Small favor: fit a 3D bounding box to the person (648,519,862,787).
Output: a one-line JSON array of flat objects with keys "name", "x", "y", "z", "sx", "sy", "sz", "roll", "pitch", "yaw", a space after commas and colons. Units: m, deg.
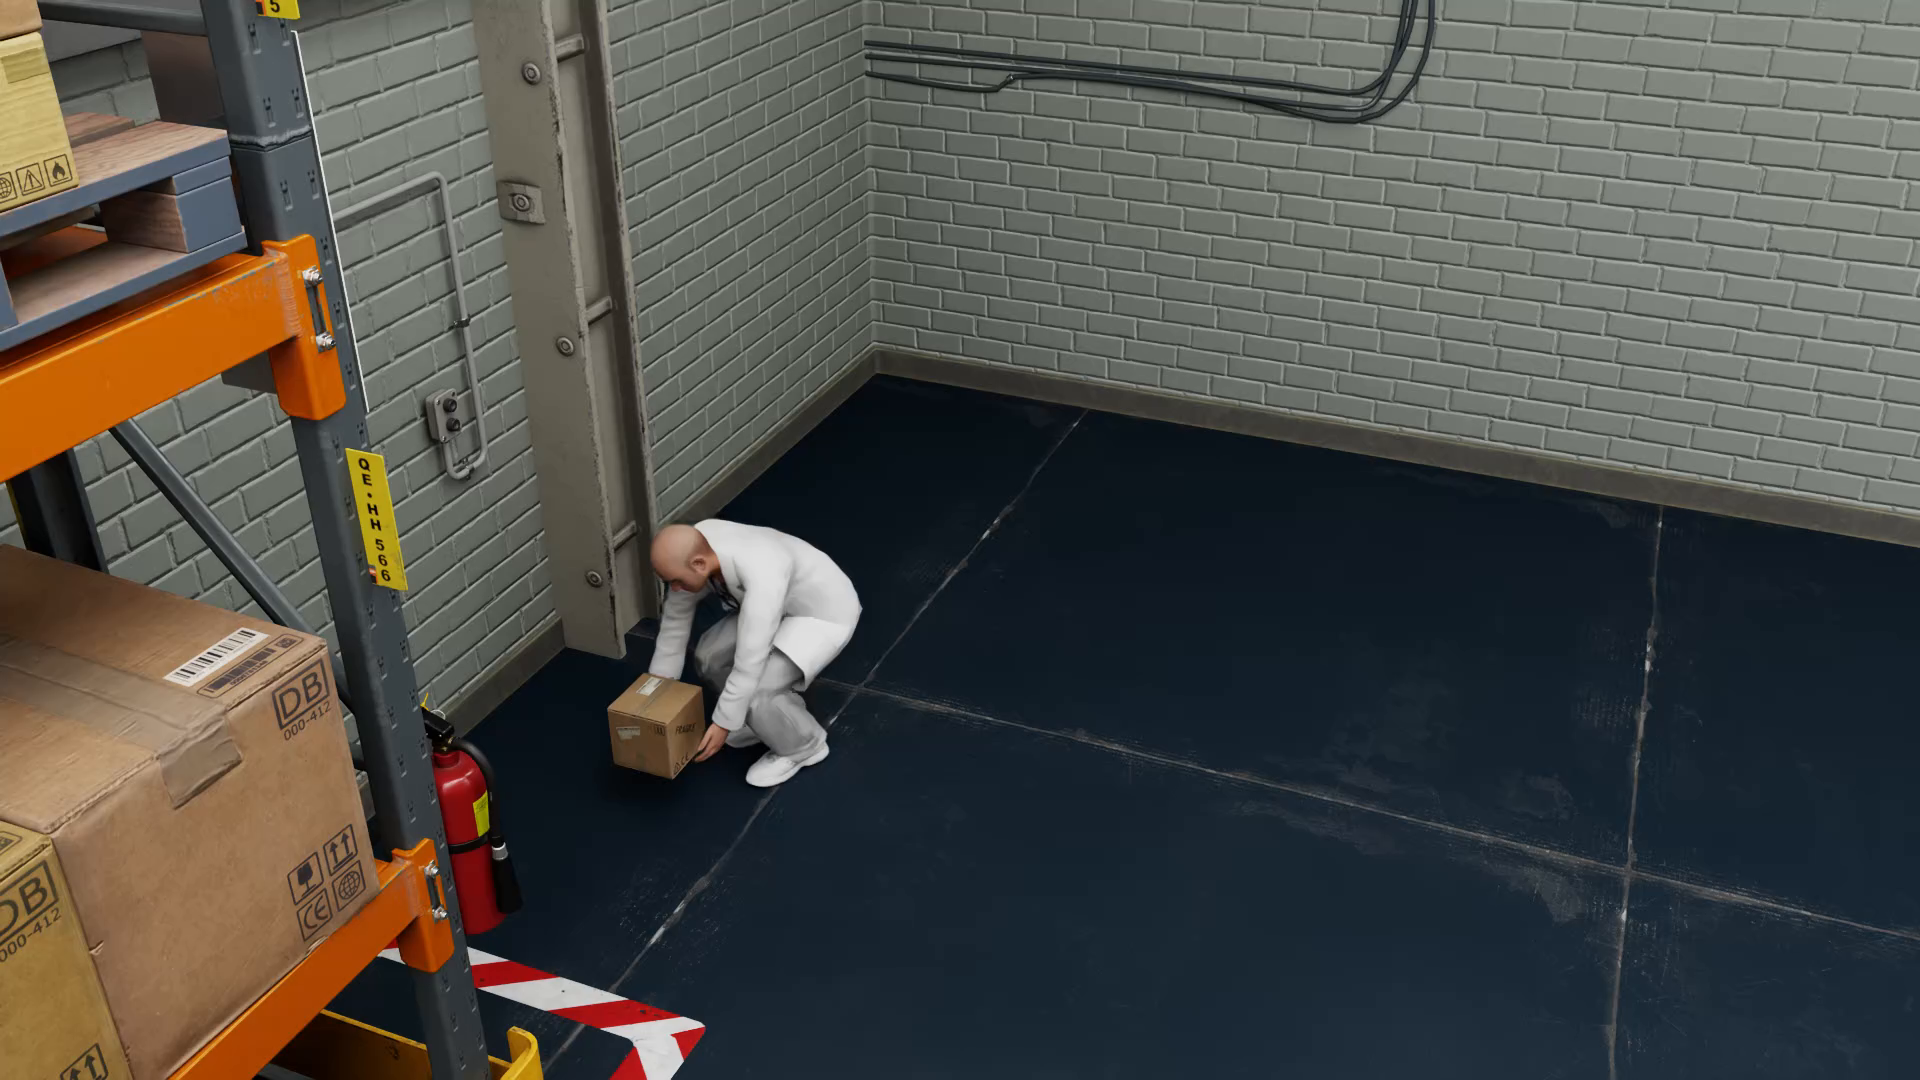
[{"name": "person", "x": -0.759, "y": 0.363, "z": 6.160, "sx": 0.861, "sy": 1.129, "sz": 0.608, "roll": -19, "pitch": 34, "yaw": -30}]
